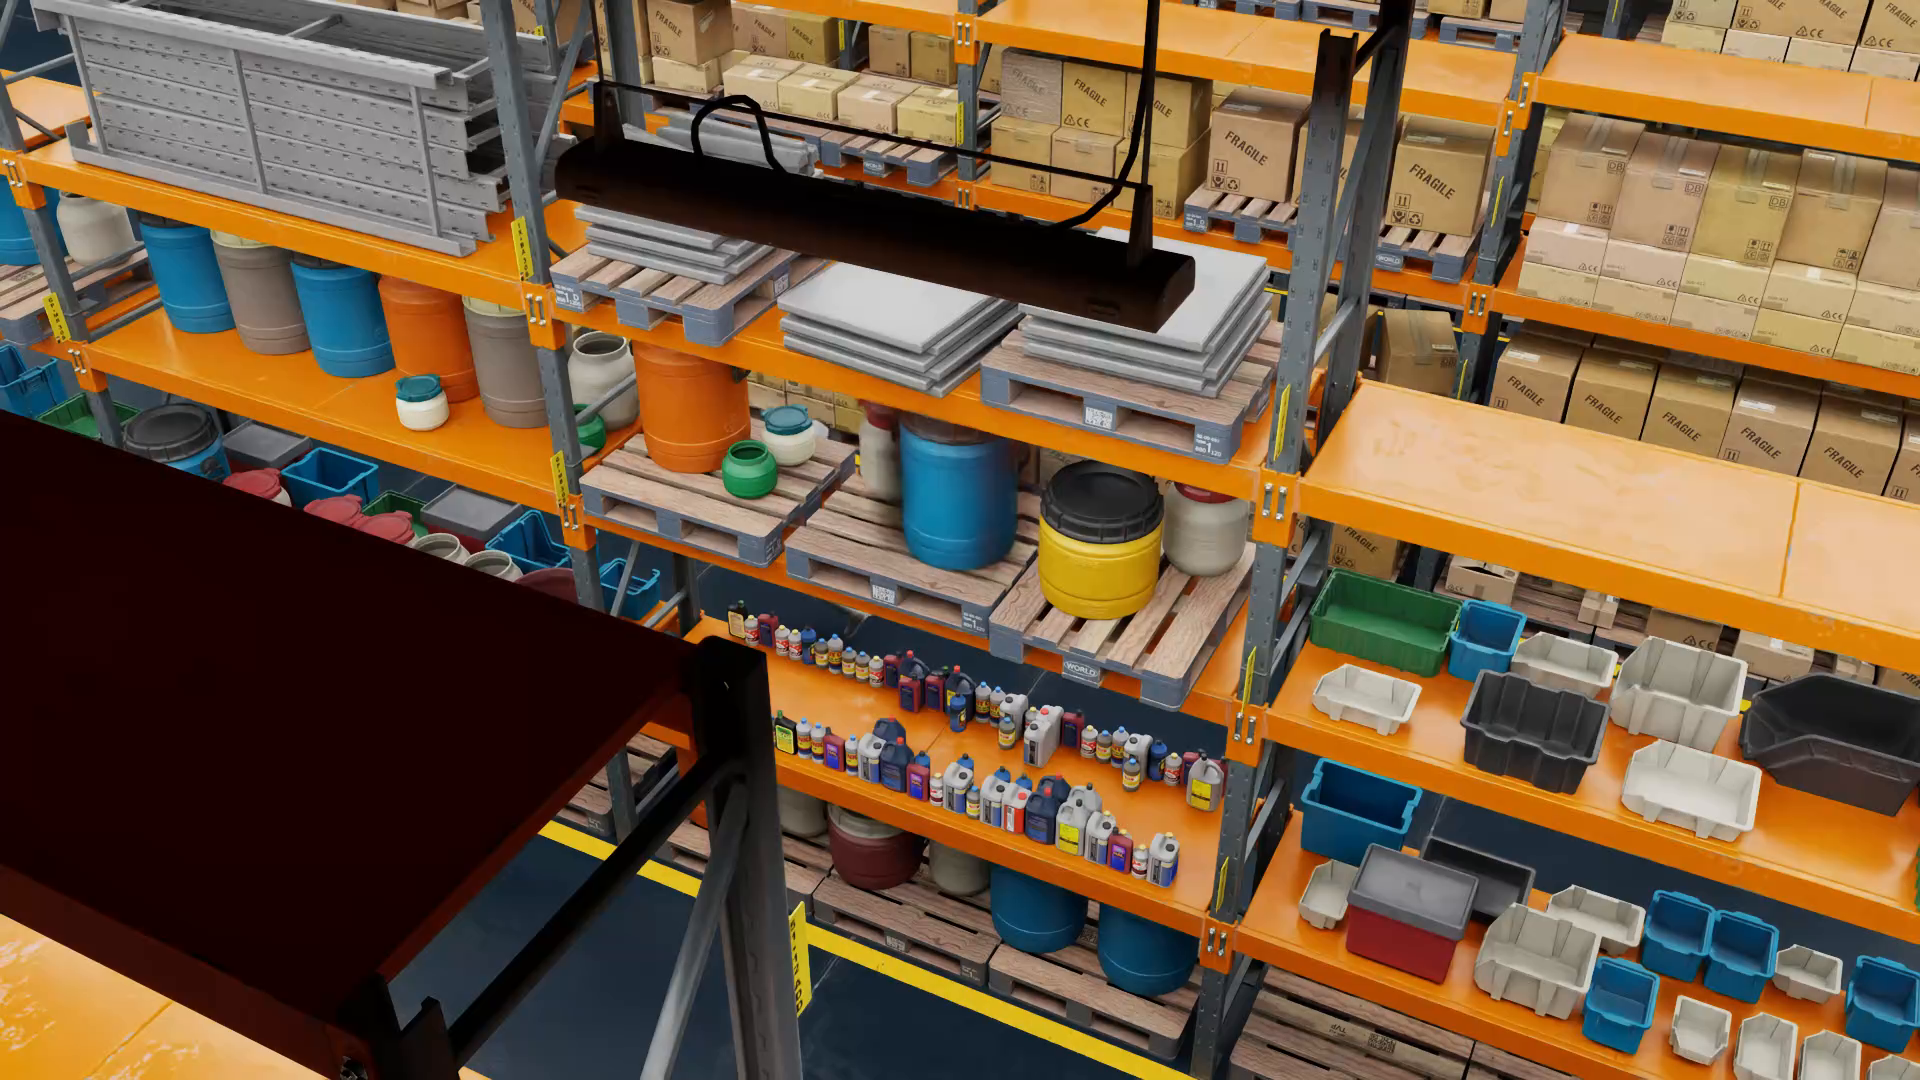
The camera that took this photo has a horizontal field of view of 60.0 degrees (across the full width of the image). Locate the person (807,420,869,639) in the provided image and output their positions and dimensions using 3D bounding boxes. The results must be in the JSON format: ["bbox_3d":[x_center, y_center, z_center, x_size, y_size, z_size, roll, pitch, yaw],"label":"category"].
[{"bbox_3d":[-0.964,-0.064,12.219,0.688,1.762,0.636,14,38,19],"label":"person"}]
